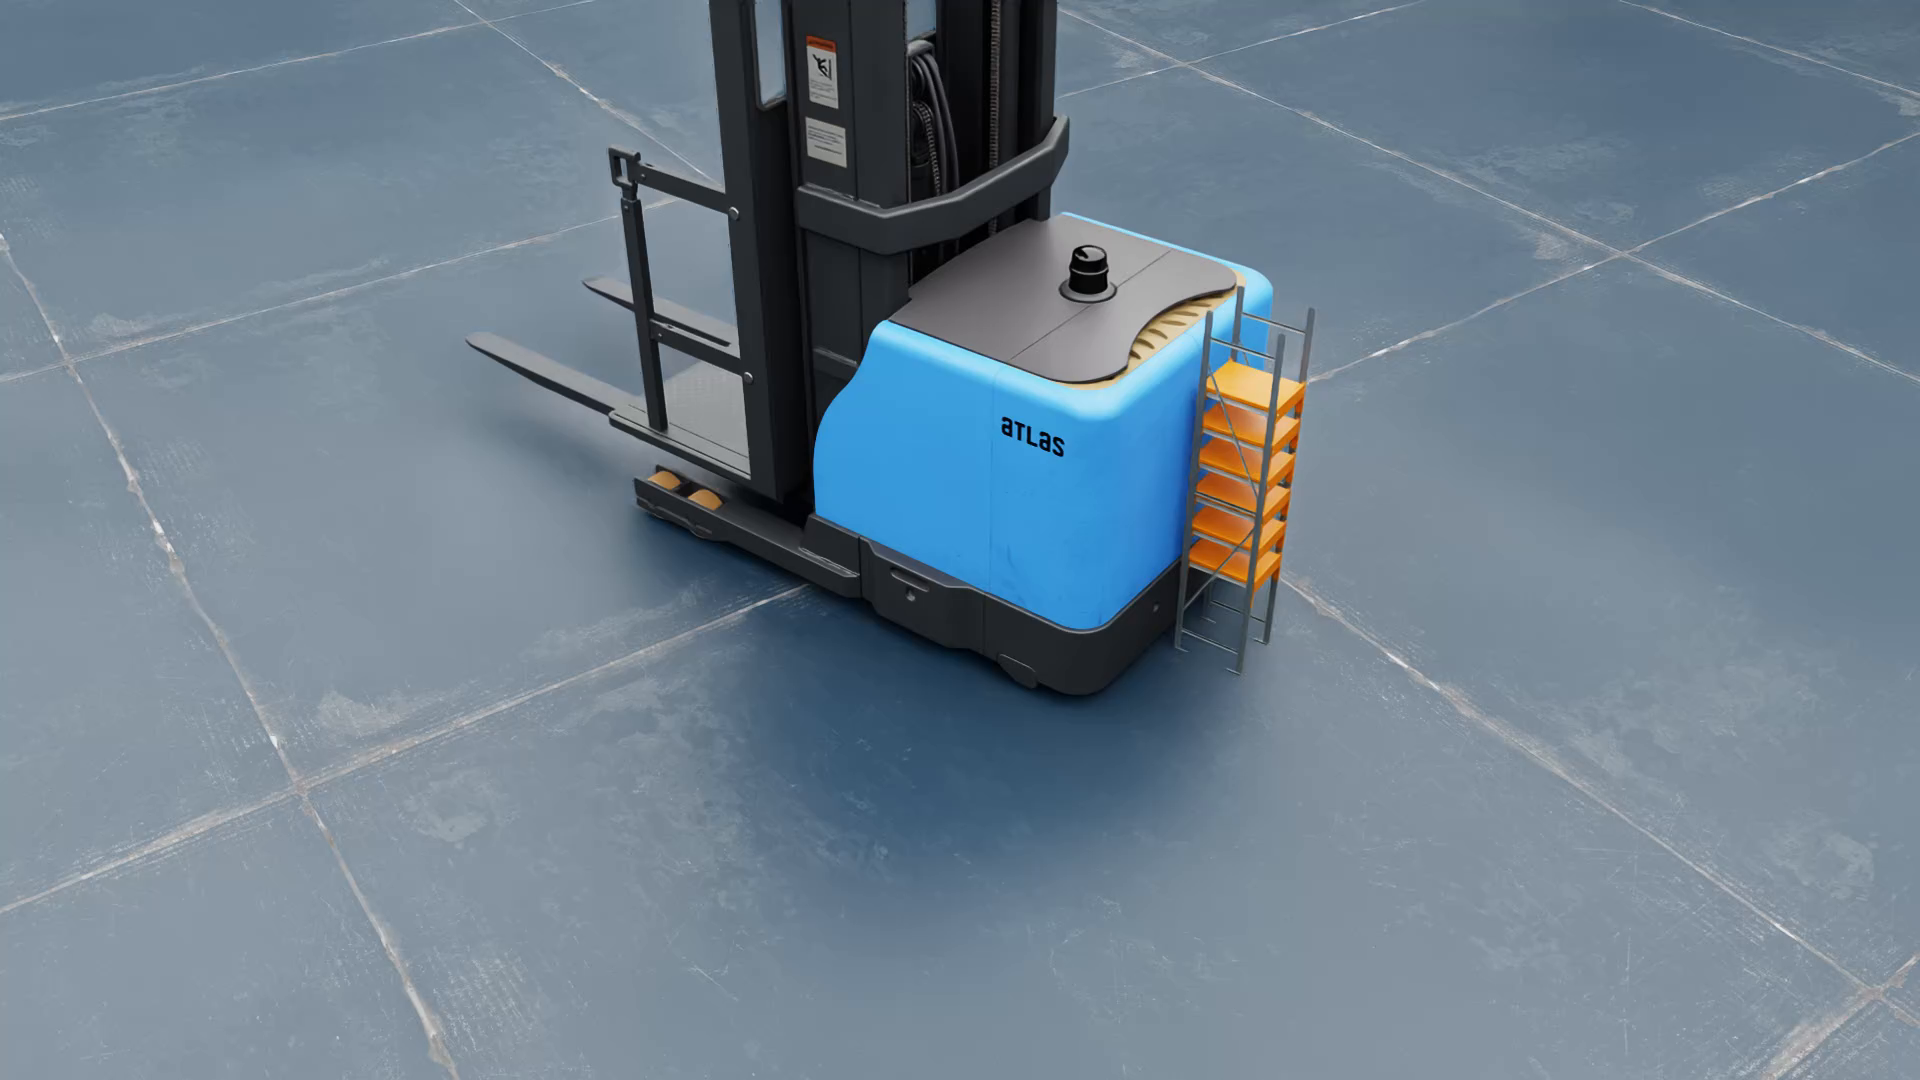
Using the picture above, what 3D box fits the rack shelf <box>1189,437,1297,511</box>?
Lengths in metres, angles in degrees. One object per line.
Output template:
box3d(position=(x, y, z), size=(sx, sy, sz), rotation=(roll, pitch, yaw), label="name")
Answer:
box3d(position=(0.830, -0.210, 4.885), size=(0.258, 0.103, 0.180), rotation=(23, 42, 28), label="rack shelf")

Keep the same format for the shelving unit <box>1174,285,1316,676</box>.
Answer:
box3d(position=(0.830, -0.149, 4.929), size=(0.258, 1.200, 0.189), rotation=(23, 42, 28), label="shelving unit")

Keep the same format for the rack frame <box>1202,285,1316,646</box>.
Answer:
box3d(position=(0.883, -0.192, 4.989), size=(0.240, 1.200, 0.006), rotation=(23, 42, 28), label="rack frame")

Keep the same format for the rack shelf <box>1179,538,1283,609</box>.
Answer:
box3d(position=(0.830, 0.082, 5.095), size=(0.258, 0.103, 0.180), rotation=(23, 42, 28), label="rack shelf")

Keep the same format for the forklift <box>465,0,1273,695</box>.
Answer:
box3d(position=(-0.517, -1.417, 5.210), size=(3.031, 2.935, 1.130), rotation=(24, 42, 29), label="forklift")

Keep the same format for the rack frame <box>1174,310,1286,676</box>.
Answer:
box3d(position=(0.777, -0.105, 4.869), size=(0.240, 1.200, 0.006), rotation=(23, 42, 28), label="rack frame")

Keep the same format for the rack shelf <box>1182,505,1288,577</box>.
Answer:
box3d(position=(0.830, -0.015, 5.025), size=(0.258, 0.103, 0.180), rotation=(23, 42, 28), label="rack shelf")

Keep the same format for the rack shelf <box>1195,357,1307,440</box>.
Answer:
box3d(position=(0.830, -0.405, 4.745), size=(0.258, 0.103, 0.180), rotation=(23, 42, 28), label="rack shelf")

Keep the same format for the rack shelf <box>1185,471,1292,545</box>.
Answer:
box3d(position=(0.830, -0.112, 4.955), size=(0.258, 0.103, 0.180), rotation=(23, 42, 28), label="rack shelf")

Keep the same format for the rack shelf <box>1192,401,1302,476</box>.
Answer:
box3d(position=(0.830, -0.307, 4.815), size=(0.258, 0.103, 0.180), rotation=(23, 42, 28), label="rack shelf")
